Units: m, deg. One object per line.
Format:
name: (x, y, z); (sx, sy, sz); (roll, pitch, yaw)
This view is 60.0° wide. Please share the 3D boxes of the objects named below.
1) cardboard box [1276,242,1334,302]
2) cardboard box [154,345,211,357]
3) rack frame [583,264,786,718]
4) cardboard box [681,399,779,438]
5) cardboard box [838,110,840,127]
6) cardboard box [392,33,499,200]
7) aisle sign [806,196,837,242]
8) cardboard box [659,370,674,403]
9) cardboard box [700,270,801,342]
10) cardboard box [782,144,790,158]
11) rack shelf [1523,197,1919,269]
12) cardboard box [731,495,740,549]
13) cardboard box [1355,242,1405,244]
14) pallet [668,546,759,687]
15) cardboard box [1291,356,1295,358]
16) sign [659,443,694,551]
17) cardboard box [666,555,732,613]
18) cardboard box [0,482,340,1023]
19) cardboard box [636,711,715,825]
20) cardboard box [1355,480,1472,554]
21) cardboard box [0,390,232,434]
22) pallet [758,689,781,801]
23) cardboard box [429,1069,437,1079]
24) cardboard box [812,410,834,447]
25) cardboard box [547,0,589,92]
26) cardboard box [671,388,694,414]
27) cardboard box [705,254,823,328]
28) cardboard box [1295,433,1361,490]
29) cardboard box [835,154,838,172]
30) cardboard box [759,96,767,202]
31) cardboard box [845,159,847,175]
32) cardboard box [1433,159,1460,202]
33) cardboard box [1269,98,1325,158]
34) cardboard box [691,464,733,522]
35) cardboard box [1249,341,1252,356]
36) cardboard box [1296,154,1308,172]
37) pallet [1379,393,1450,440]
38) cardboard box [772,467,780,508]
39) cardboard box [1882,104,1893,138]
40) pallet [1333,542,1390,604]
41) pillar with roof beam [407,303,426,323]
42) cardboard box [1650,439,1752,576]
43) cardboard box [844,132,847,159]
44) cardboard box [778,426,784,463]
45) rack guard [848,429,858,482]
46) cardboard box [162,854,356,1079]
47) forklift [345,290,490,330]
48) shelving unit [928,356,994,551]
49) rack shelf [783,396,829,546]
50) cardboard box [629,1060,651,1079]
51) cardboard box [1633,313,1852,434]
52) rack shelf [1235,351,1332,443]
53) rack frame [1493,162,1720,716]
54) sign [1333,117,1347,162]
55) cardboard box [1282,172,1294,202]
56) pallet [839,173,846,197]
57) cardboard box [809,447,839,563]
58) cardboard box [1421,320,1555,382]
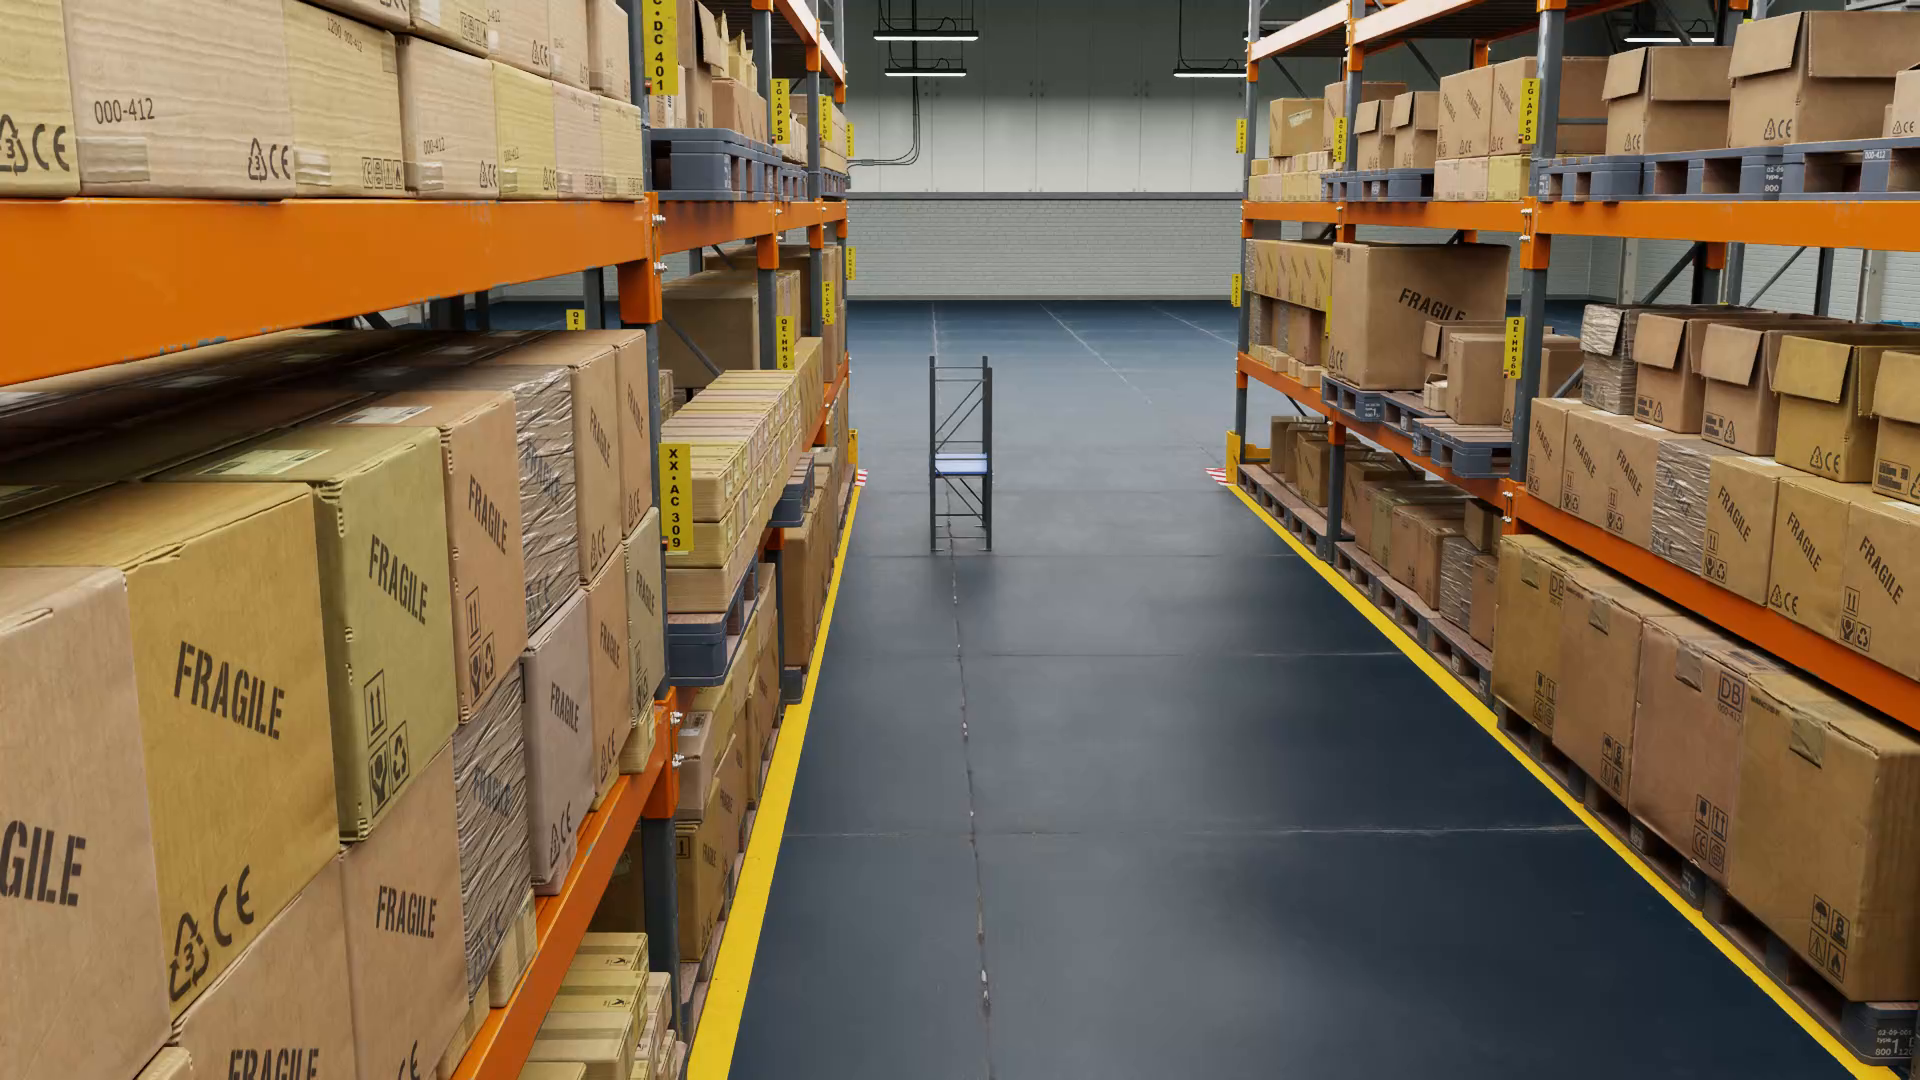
cardboard box: (3.090, -2.361, 14.638); (0.500, 0.500, 0.500); (0, 11, -1)
cardboard box: (-6.236, -1.532, 13.068); (0.500, 0.500, 0.500); (0, 11, -1)
rack frame: (-1.476, -0.494, 8.951); (1.000, 3.000, 0.127); (0, 11, -1)
cardboard box: (-0.983, -0.516, 7.137); (0.380, 0.149, 0.250); (0, 11, 2)
cardboard box: (-1.269, -3.759, 14.816); (0.380, 0.149, 0.250); (0, 11, -2)
cardboard box: (-1.094, -0.701, 2.801); (0.500, 0.250, 0.500); (0, 11, -1)
aisle sign: (-1.343, -3.374, 16.607); (0.394, 0.787, 0.004); (0, 11, -1)
cardboard box: (-1.660, -0.775, 8.414); (0.380, 0.149, 0.250); (0, 11, -1)
cardboard box: (-1.542, -1.730, 12.275); (0.700, 0.500, 0.500); (0, 11, -2)
cardboard box: (-1.281, -2.390, 9.821); (0.500, 0.250, 0.500); (0, 11, 0)
rack shelf: (3.527, -1.214, 6.766); (1.077, 0.370, 4.000); (0, 11, -1)
cardboard box: (-0.949, -0.059, 5.635); (0.380, 0.149, 0.250); (0, 11, -2)
cardboard box: (3.604, -2.363, 14.648); (0.500, 0.500, 0.500); (0, 11, -1)
pallet: (-1.263, 0.242, 5.803); (1.003, 0.211, 1.213); (0, 11, -1)
cardboard box: (3.159, -1.556, 14.818); (0.380, 0.149, 0.250); (0, 11, -1)
sign: (-0.851, -0.127, 4.964); (0.100, 0.325, 0.005); (0, 11, -1)
cardboard box: (-0.941, 0.138, 5.410); (0.380, 0.149, 0.250); (-1, 11, -4)
cardboard box: (-1.071, 0.221, 1.913); (0.500, 0.500, 0.500); (0, 11, 0)
cardboard box: (-1.144, 0.805, 5.893); (0.500, 0.250, 0.500); (-1, 11, -4)
cardboard box: (3.394, -0.158, 12.475); (0.700, 0.500, 0.500); (-1, 12, -6)
cardboard box: (-1.613, 0.012, 2.941); (0.500, 0.500, 0.500); (-1, 11, -3)
pallet: (-1.461, 1.028, 8.463); (1.003, 0.211, 1.213); (0, 11, -1)
cardboard box: (-1.088, 0.895, 2.735); (0.380, 0.149, 0.250); (0, 11, -2)
cardboard box: (-1.501, -0.579, 13.658); (0.875, 0.875, 0.875); (0, 11, 0)
cardboard box: (-1.130, -1.147, 3.742); (0.500, 0.250, 0.500); (-1, 11, -3)
cardboard box: (-1.753, -0.632, 9.377); (0.500, 0.500, 0.500); (0, 11, -1)
cardboard box: (-1.532, -1.966, 13.110); (0.875, 0.550, 0.550); (0, 11, -1)
cardboard box: (3.357, -0.698, 15.187); (0.500, 0.500, 0.500); (1, 11, 4)
cardboard box: (-1.258, -3.267, 14.399); (0.380, 0.149, 0.250); (0, 11, 0)
cardboard box: (-1.210, -1.901, 8.089); (0.500, 0.500, 0.500); (0, 11, -1)
cardboard box: (-1.295, -3.622, 16.146); (0.380, 0.149, 0.250); (0, 11, -1)
cardboard box: (3.199, -2.183, 10.108); (0.500, 0.250, 0.500); (0, 11, 0)
cardboard box: (3.081, -3.698, 14.944); (0.500, 0.500, 0.500); (0, 11, -1)
cardboard box: (-0.941, -0.154, 5.351); (0.380, 0.149, 0.250); (0, 11, 2)
cardboard box: (3.088, -1.904, 16.532); (0.380, 0.149, 0.250); (0, 11, -1)
cardboard box: (3.075, -3.207, 14.153); (0.380, 0.149, 0.250); (0, 11, 2)
pallet: (3.403, -0.794, 10.910); (1.003, 0.211, 1.213); (0, 11, -1)
cardboard box: (-0.985, -0.226, 7.203); (0.380, 0.149, 0.250); (0, 11, 1)
cardboard box: (3.687, -1.549, 6.180); (0.380, 0.149, 0.250); (-1, 11, -3)
pallet: (3.420, 0.232, 12.386); (1.003, 0.211, 1.213); (0, 11, -1)
pillar with roof beam: (-8.629, -9.609, 38.792); (9.100, 9.000, 0.548); (0, 11, -1)
cardboard box: (3.259, -0.142, 6.964); (0.500, 0.500, 0.500); (0, 11, -1)
cardboard box: (-1.352, -3.786, 15.951); (0.500, 0.250, 0.500); (0, 11, 0)
cardboard box: (-0.987, -0.422, 7.422); (0.380, 0.149, 0.250); (0, 11, -2)
rack guard: (-1.642, -0.864, 17.062); (1.175, 0.500, 0.348); (0, 11, -1)
cardboard box: (-1.080, 0.705, 2.042); (0.500, 0.500, 0.500); (0, 11, -1)
forklift: (-3.645, -0.916, 11.204); (1.130, 2.935, 3.031); (-1, 11, -4)
shelving unit: (-0.002, -0.752, 13.994); (0.538, 1.500, 1.048); (0, 11, -1)
rack shelf: (-1.517, -0.539, 10.982); (1.077, 0.370, 4.000); (0, 11, -1)
cardboard box: (-1.028, 1.515, 4.415); (0.380, 0.149, 0.250); (-1, 11, -3)
cardboard box: (3.495, -0.760, 7.488); (0.797, 0.503, 0.637); (0, 11, 0)
rack shelf: (3.361, -1.335, 14.903); (1.077, 0.370, 4.000); (0, 11, -1)
rack frame: (3.485, -0.495, 8.953); (1.000, 3.000, 0.127); (0, 11, -1)
sign: (2.860, -3.009, 12.504); (0.100, 0.325, 0.005); (0, 11, -1)
cardboard box: (3.110, -3.080, 14.530); (0.500, 0.250, 0.500); (0, 11, 1)
pallet: (-1.615, -3.364, 15.774); (1.003, 0.211, 1.213); (0, 11, -1)
cardboard box: (-1.456, -0.270, 12.446); (1.050, 0.750, 0.750); (0, 11, -1)
cardboard box: (3.531, -1.202, 11.123); (0.797, 0.503, 0.637); (1, 12, 5)
